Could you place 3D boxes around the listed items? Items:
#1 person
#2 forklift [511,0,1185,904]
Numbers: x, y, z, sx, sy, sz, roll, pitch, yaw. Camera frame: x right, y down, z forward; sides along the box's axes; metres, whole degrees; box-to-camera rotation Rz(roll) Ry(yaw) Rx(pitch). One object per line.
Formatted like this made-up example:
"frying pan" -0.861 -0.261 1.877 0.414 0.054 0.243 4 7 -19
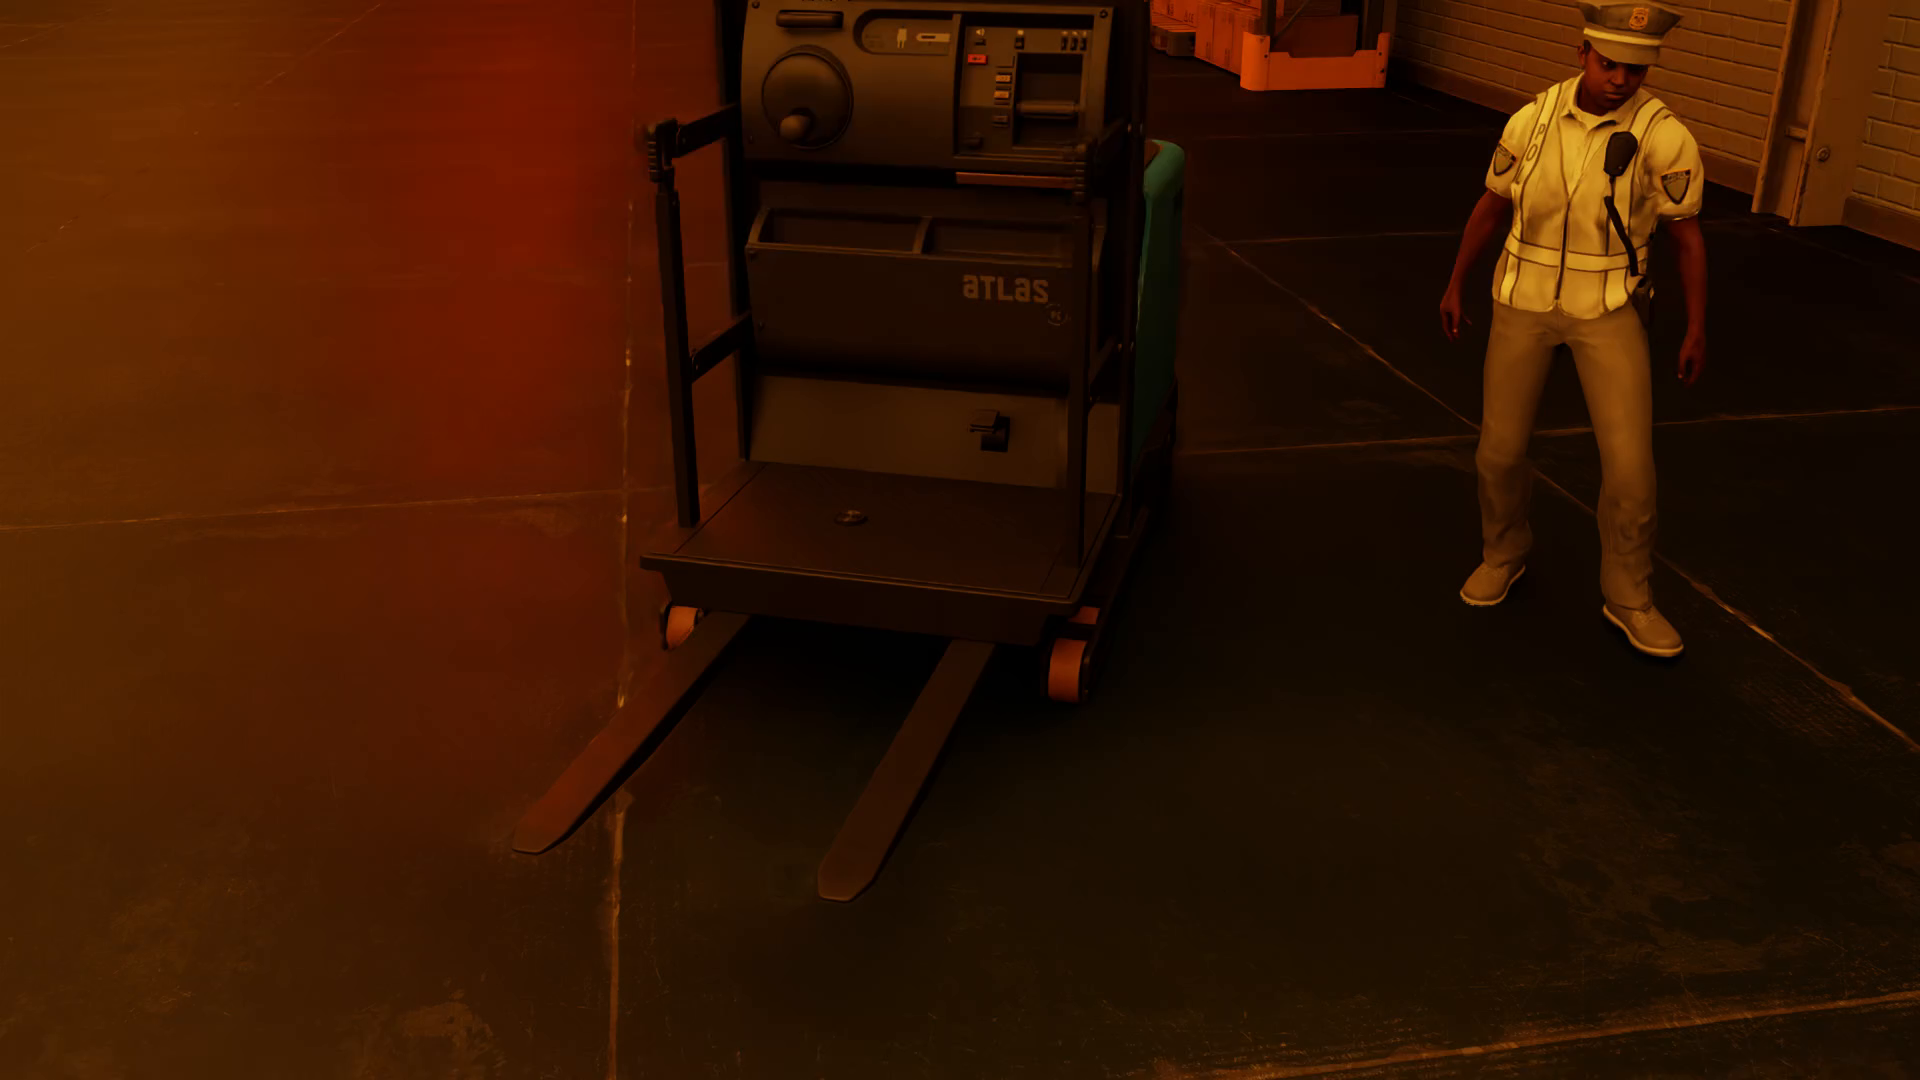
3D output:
"person" 1.599 -0.553 4.275 0.791 1.631 0.411 15 27 30
"forklift" -0.142 -1.109 3.897 1.130 2.935 3.031 6 24 13
